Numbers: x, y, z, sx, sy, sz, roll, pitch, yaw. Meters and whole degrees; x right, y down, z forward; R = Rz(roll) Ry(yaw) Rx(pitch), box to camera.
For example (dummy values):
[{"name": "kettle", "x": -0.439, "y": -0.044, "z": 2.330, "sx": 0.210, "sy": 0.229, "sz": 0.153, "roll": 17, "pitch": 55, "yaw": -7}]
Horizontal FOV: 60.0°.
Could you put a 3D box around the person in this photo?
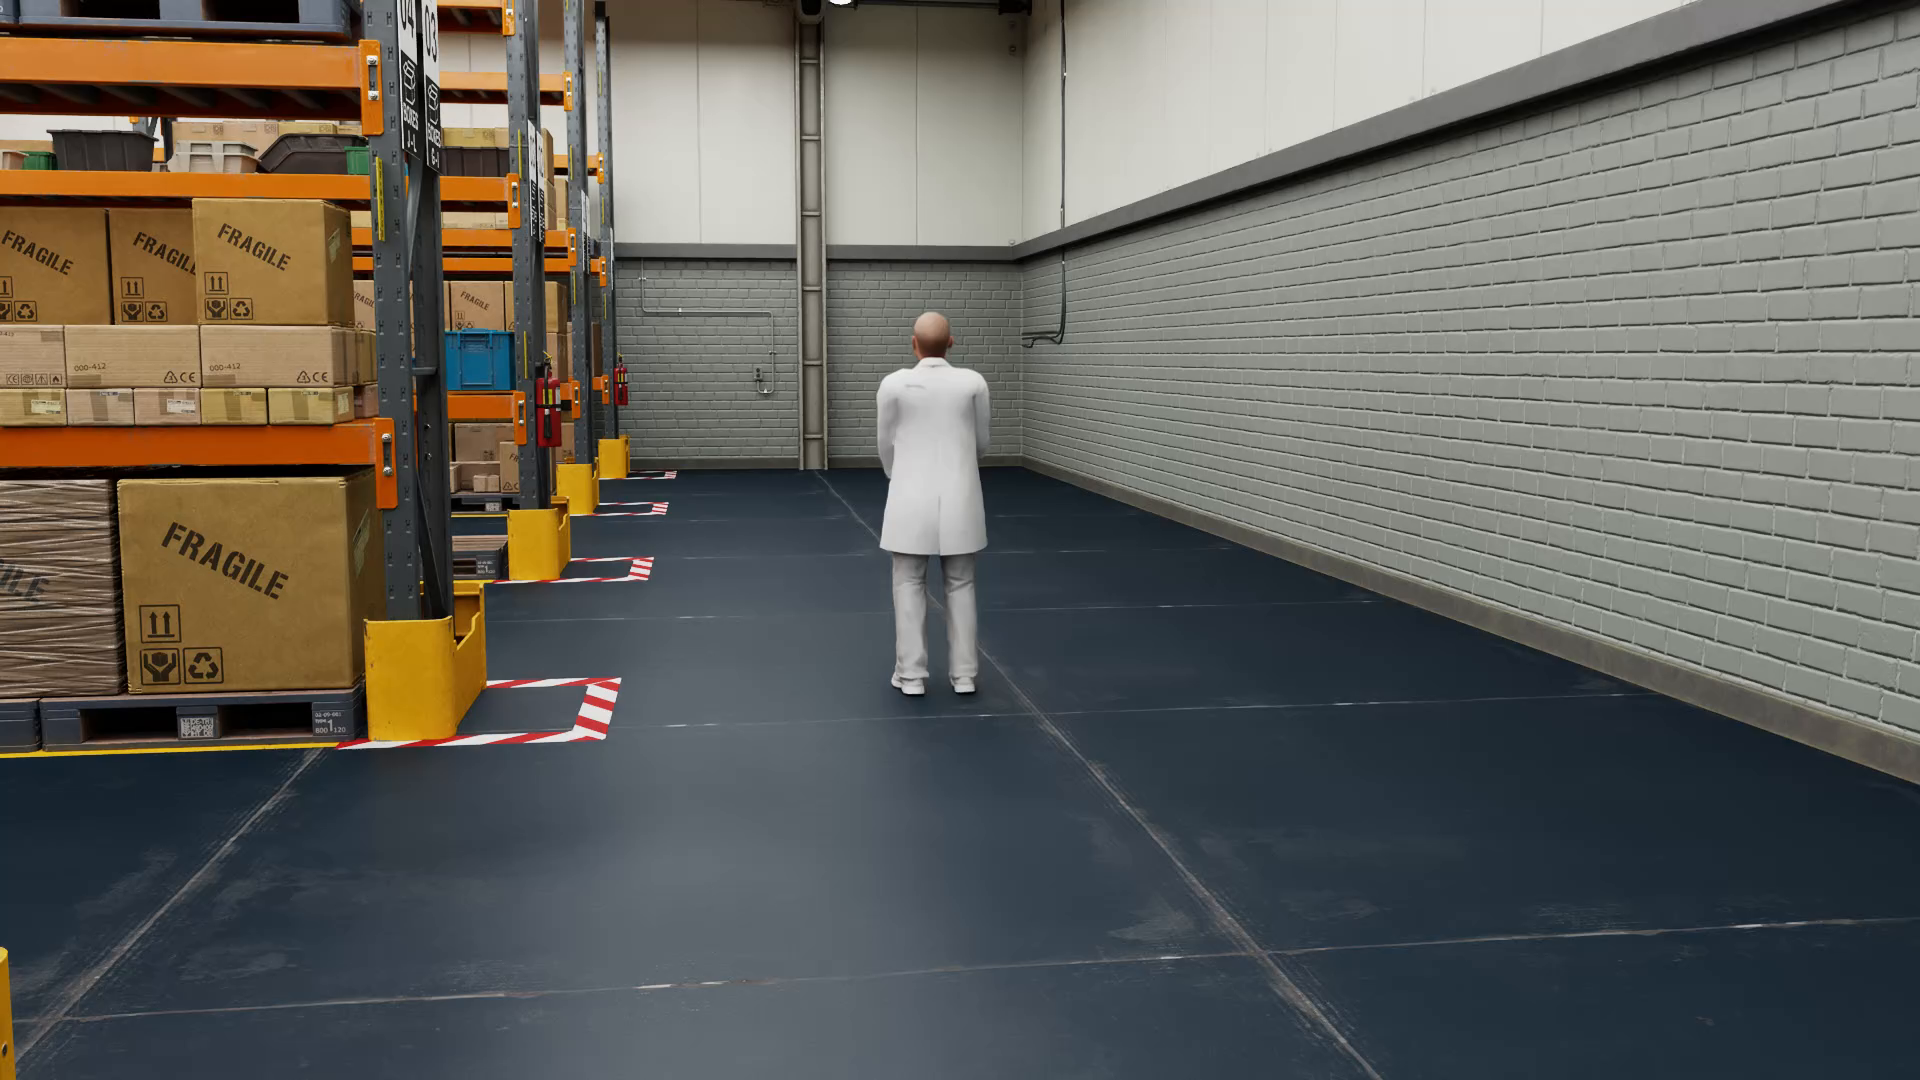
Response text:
[{"name": "person", "x": -0.139, "y": -0.182, "z": 7.896, "sx": 0.537, "sy": 1.777, "sz": 0.548, "roll": -1, "pitch": 6, "yaw": -9}]
